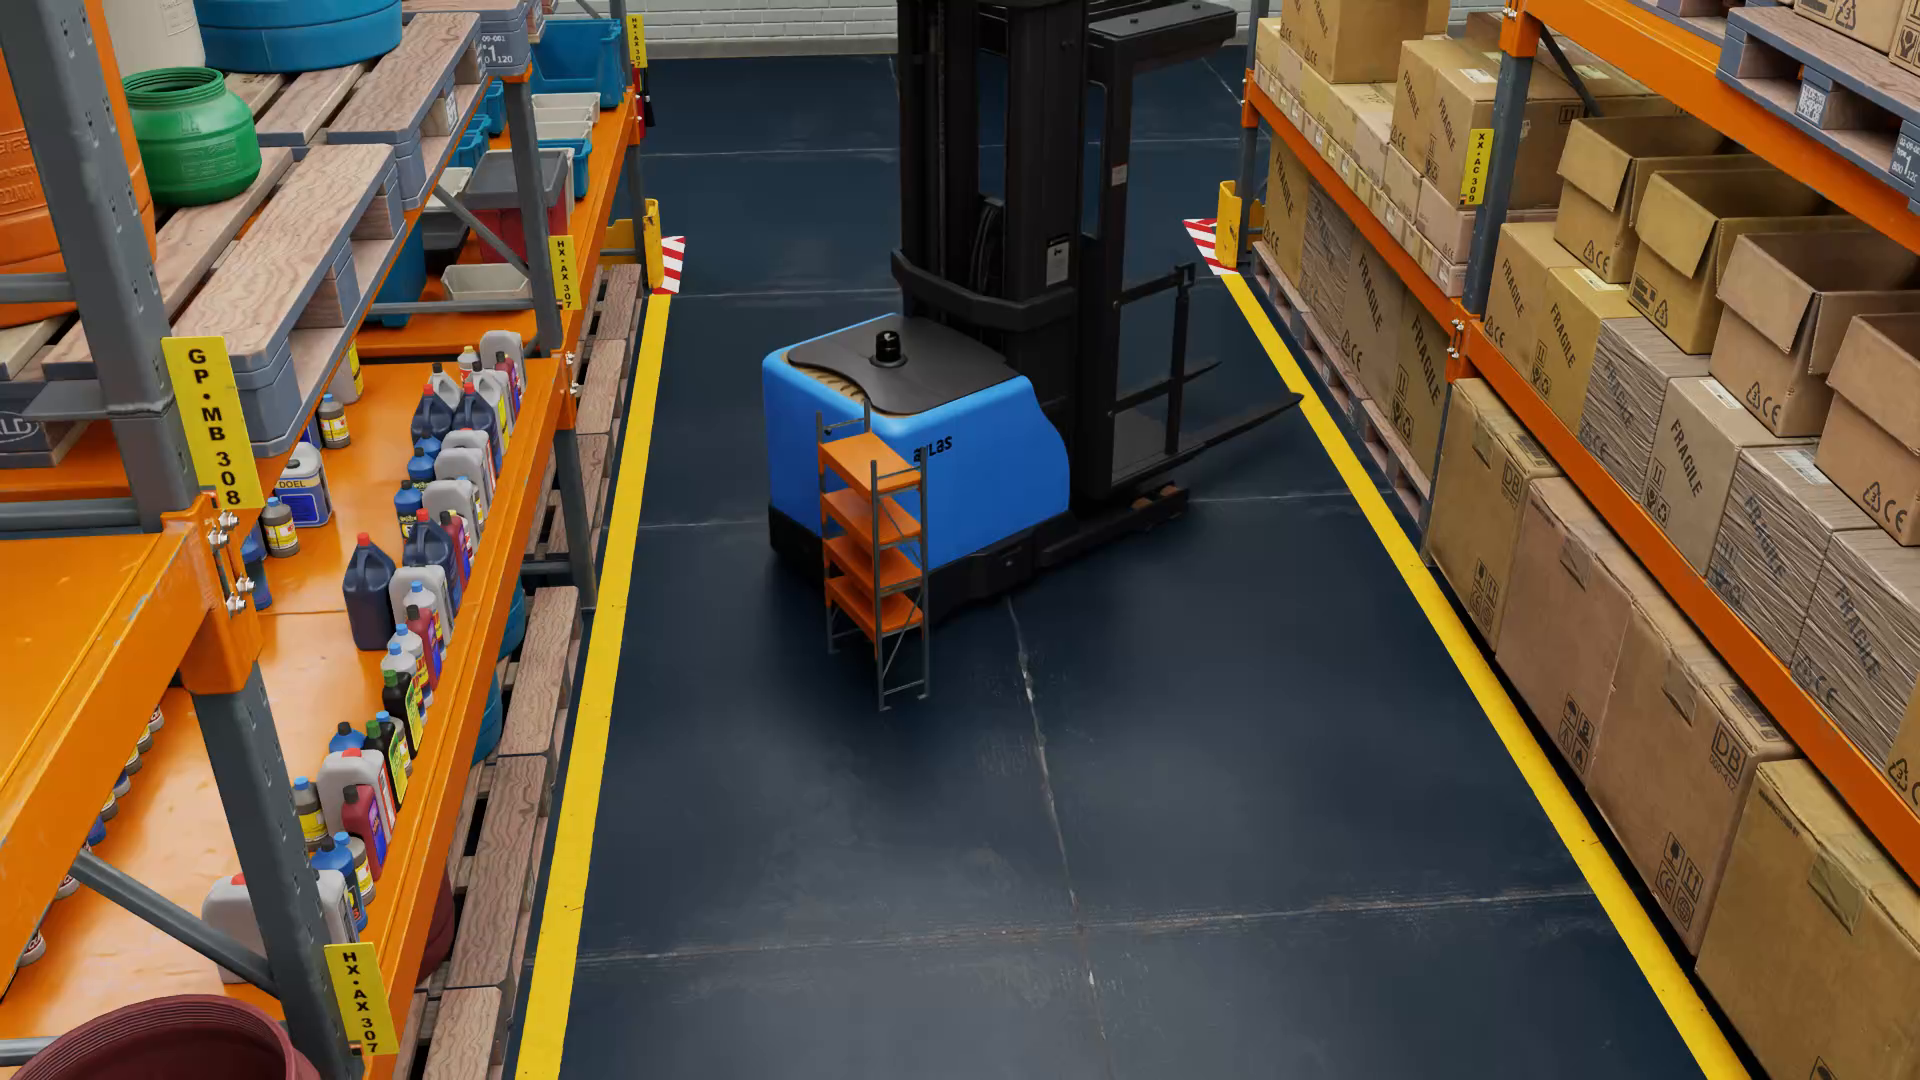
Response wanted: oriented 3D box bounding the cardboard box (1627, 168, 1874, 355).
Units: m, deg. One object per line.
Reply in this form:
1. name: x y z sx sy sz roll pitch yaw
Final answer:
1. cardboard box: 2.863 -0.999 5.921 0.797 0.503 0.637 -2 31 -4

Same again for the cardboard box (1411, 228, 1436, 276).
1. cardboard box: 2.363 -1.366 7.856 0.380 0.149 0.250 -2 31 -4

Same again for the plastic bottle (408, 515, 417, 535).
1. plastic bottle: -1.725 0.036 5.390 0.097 0.271 0.097 0 31 0

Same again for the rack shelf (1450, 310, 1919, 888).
1. rack shelf: 2.929 0.128 5.812 1.077 0.370 4.000 -3 31 -5

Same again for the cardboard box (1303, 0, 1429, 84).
1. cardboard box: 2.246 -2.852 9.224 0.500 0.500 0.500 -4 31 -6

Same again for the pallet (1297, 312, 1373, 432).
1. pallet: 2.632 -1.021 9.754 1.003 0.211 1.213 -3 31 -5

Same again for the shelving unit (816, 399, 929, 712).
1. shelving unit: -0.360 0.071 6.960 0.258 1.200 0.503 -16 35 -25

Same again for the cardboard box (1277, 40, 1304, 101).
1. cardboard box: 2.200 -2.784 9.843 0.500 0.250 0.500 -3 31 -5

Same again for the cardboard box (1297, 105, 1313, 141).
1. cardboard box: 2.171 -2.415 9.613 0.380 0.149 0.250 -3 31 -6

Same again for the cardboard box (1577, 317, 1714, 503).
1. cardboard box: 2.631 -0.486 6.041 0.500 0.500 0.500 -3 31 -6

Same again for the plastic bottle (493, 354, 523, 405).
1. plastic bottle: -1.792 -0.636 6.583 0.097 0.201 0.097 0 31 0

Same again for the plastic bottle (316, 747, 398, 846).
1. plastic bottle: -1.577 0.658 4.344 0.152 0.276 0.135 -3 31 -5

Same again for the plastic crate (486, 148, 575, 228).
1. plastic crate: -2.148 -1.728 8.275 0.437 0.282 0.530 -3 31 -5

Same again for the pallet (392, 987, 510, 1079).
1. pallet: -1.930 1.874 4.906 1.003 0.211 1.213 -3 31 -5

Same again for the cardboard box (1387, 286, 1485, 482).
1. cardboard box: 2.760 -0.811 8.345 0.875 0.875 0.875 -3 31 -5

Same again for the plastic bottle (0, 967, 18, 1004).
1. plastic bottle: -2.278 0.942 3.862 0.061 0.283 0.133 -3 31 -5

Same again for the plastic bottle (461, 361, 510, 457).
1. plastic bottle: -1.777 -0.490 6.193 0.144 0.351 0.185 -3 31 -5

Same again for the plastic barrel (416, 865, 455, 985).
1. plastic barrel: -1.983 1.107 5.414 0.600 0.588 0.708 -3 31 -5

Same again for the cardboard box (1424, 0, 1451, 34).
1. cardboard box: 2.676 -3.393 10.131 0.500 0.500 0.500 -2 31 -4

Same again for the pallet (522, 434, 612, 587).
1. pallet: -2.296 -0.141 8.280 1.003 0.211 1.213 -3 31 -5

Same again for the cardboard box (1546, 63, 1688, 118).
1. cardboard box: 2.952 -1.844 7.537 0.500 0.500 0.500 -3 31 -5

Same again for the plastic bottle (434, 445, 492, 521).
1. plastic bottle: -1.737 -0.213 5.802 0.152 0.276 0.135 -3 31 -5

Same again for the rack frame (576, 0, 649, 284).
1. rack frame: -2.563 -3.007 10.359 1.000 3.000 0.127 -3 31 -5

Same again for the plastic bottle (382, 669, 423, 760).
1. plastic bottle: -1.566 0.467 4.657 0.061 0.283 0.133 -3 31 -5

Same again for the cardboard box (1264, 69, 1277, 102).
1. cardboard box: 2.099 -2.808 10.272 0.380 0.149 0.250 -3 31 -5

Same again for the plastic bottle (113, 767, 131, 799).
1. plastic bottle: -2.328 0.570 4.496 0.097 0.271 0.097 0 31 0

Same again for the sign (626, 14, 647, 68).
1. sign: -2.017 -3.112 10.375 0.100 0.325 0.005 -3 31 -5

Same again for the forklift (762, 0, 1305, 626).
1. forklift: 0.529 -1.485 7.879 3.031 2.935 1.130 -24 38 -34

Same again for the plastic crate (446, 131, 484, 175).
1. plastic crate: -2.716 -1.993 8.767 0.416 0.233 0.300 -3 31 -5

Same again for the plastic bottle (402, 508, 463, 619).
1. plastic bottle: -1.674 0.072 5.252 0.144 0.351 0.185 -3 31 -5

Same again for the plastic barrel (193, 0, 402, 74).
1. plastic barrel: -1.877 -1.784 4.488 0.600 0.901 0.708 -3 31 -5

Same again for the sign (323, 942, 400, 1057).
1. sign: -1.268 0.978 3.529 0.100 0.325 0.005 -3 31 -5

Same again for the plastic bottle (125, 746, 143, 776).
1. plastic bottle: -2.337 0.551 4.597 0.097 0.201 0.097 0 31 0

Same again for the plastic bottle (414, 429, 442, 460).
1. plastic bottle: -1.872 -0.264 5.893 0.097 0.271 0.097 0 31 0

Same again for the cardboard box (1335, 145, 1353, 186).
1. cardboard box: 2.245 -2.020 8.952 0.380 0.149 0.250 -2 31 -4

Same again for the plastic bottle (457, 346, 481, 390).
1. plastic bottle: -1.953 -0.678 6.654 0.097 0.201 0.097 0 31 0

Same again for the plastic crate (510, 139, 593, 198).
1. plastic crate: -2.116 -1.925 8.652 0.416 0.233 0.300 -3 31 -5

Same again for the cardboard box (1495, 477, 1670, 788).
1. cardboard box: 2.906 0.312 6.465 1.225 0.875 0.875 -4 31 -6

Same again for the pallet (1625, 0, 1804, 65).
1. pallet: 2.877 -1.942 5.837 0.805 0.209 1.217 -4 31 -7

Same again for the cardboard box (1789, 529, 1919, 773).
1. cardboard box: 2.782 0.302 4.721 0.500 0.500 0.500 -3 31 -5

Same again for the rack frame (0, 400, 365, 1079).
1. rack frame: -1.815 1.078 3.521 1.000 3.000 0.127 -3 31 -5

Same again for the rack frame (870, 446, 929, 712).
1. rack frame: -0.239 0.180 6.779 0.240 1.200 0.015 -16 35 -25

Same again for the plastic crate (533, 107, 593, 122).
1. plastic crate: -2.294 -2.363 9.480 0.396 0.136 0.243 -3 31 -5

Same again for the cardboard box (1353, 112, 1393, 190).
1. cardboard box: 2.341 -2.003 8.534 0.500 0.250 0.500 -2 31 -4

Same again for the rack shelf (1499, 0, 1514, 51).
1. rack shelf: 2.555 -3.202 8.462 1.077 0.370 4.000 -3 31 -5

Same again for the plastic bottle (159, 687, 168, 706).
1. plastic bottle: -2.385 0.358 4.839 0.061 0.283 0.133 -3 31 -5

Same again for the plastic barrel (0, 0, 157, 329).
1. plastic barrel: -1.865 -0.865 3.019 0.600 0.830 0.708 -3 31 -5

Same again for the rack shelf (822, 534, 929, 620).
1. rack shelf: -0.360 0.129 6.995 0.258 0.148 0.480 -16 35 -25

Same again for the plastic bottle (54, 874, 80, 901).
1. plastic bottle: -2.292 0.799 4.181 0.097 0.201 0.097 0 31 0

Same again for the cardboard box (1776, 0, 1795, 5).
1. cardboard box: 2.732 -1.795 5.240 0.380 0.149 0.250 -4 31 -7

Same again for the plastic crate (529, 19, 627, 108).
1. plastic crate: -2.345 -2.886 10.063 0.616 0.435 0.499 -3 31 -5

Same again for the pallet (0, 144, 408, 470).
1. pallet: -1.789 -0.524 3.462 1.003 0.211 1.213 -3 31 -5

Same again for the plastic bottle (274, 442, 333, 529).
1. plastic bottle: -2.287 -0.191 5.766 0.152 0.276 0.135 -3 31 -5

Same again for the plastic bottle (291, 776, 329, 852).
1. plastic bottle: -1.700 0.706 4.337 0.097 0.201 0.097 0 31 0

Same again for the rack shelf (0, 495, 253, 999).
1. rack shelf: -1.628 1.120 1.227 1.077 0.370 4.000 -3 31 -5

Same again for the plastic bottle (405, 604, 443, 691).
1. plastic bottle: -1.596 0.299 4.938 0.061 0.283 0.133 -3 31 -5
